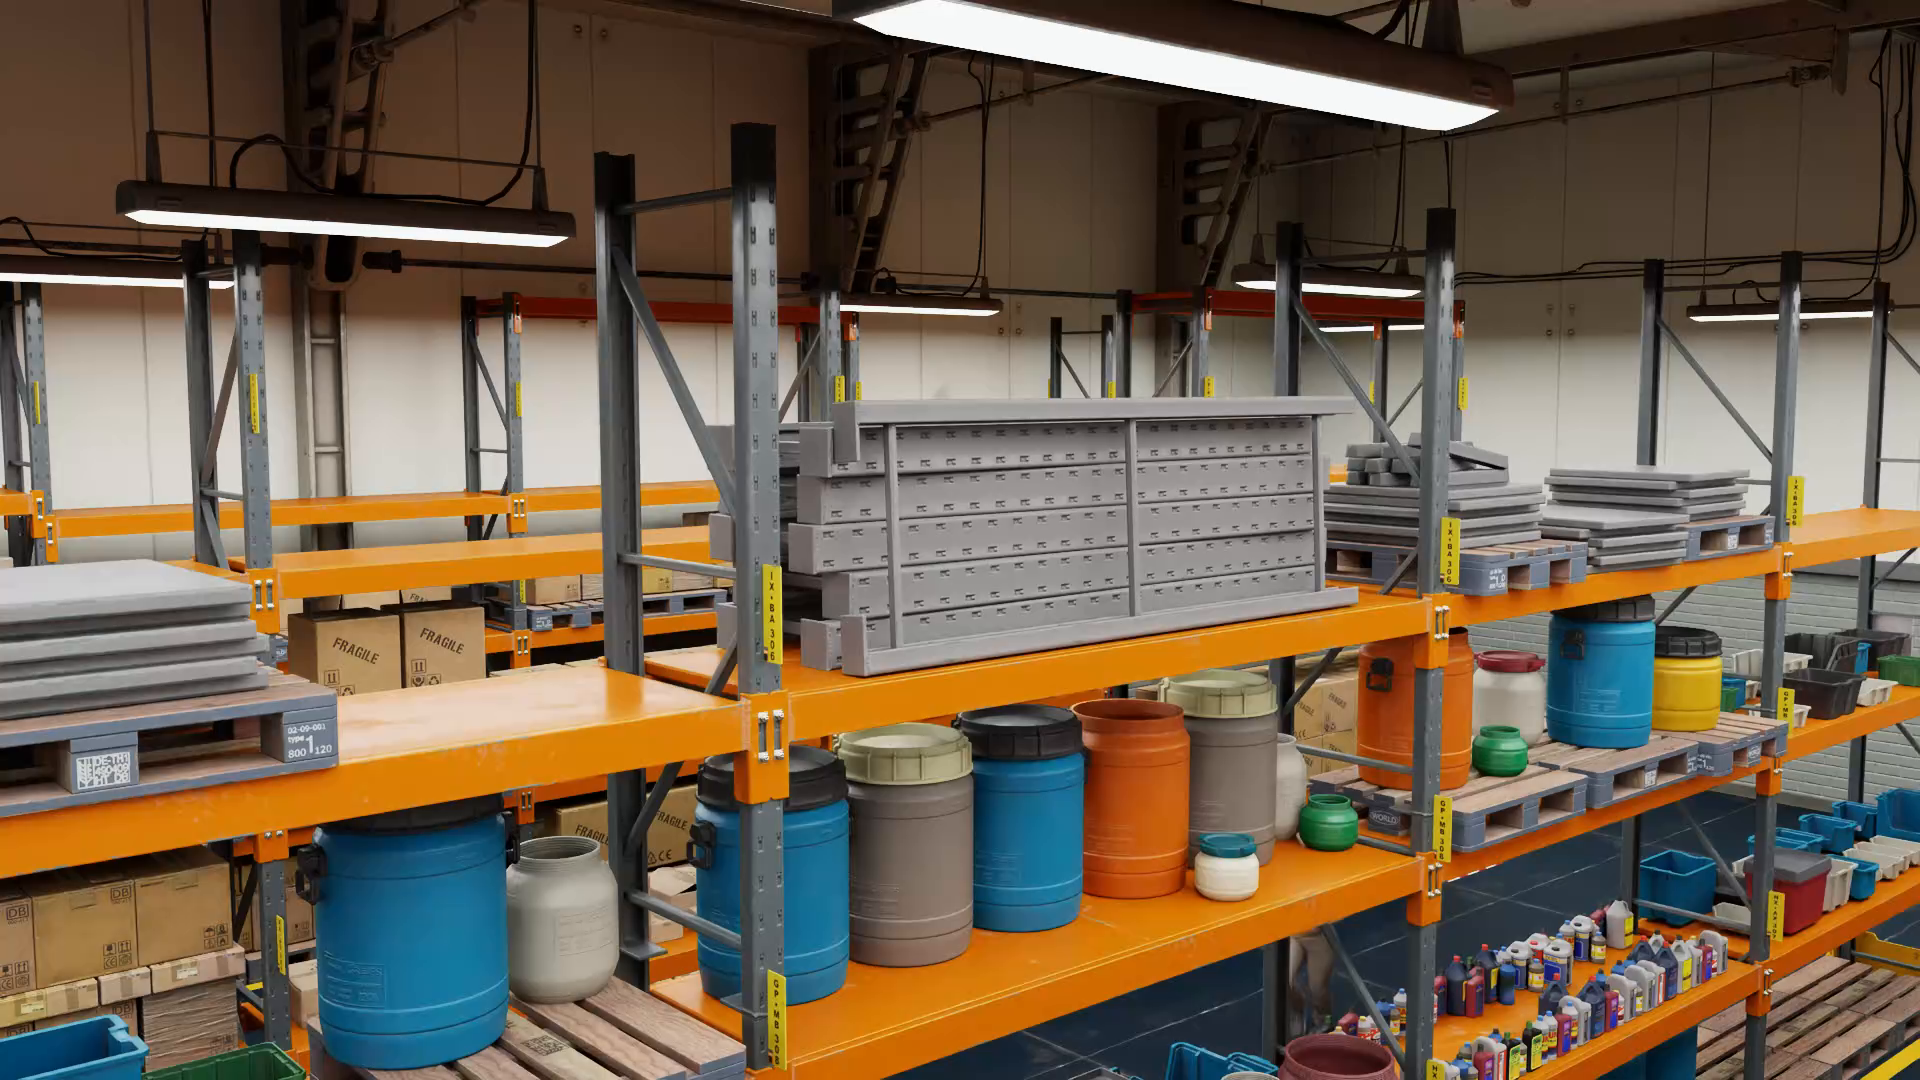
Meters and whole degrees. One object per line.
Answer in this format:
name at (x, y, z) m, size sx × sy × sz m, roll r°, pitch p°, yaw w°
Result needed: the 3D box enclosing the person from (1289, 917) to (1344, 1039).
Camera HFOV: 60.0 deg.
person at (2.681, 3.096, 12.898) m, size 0.637 × 1.687 × 0.743 m, roll 4°, pitch 6°, yaw 33°
